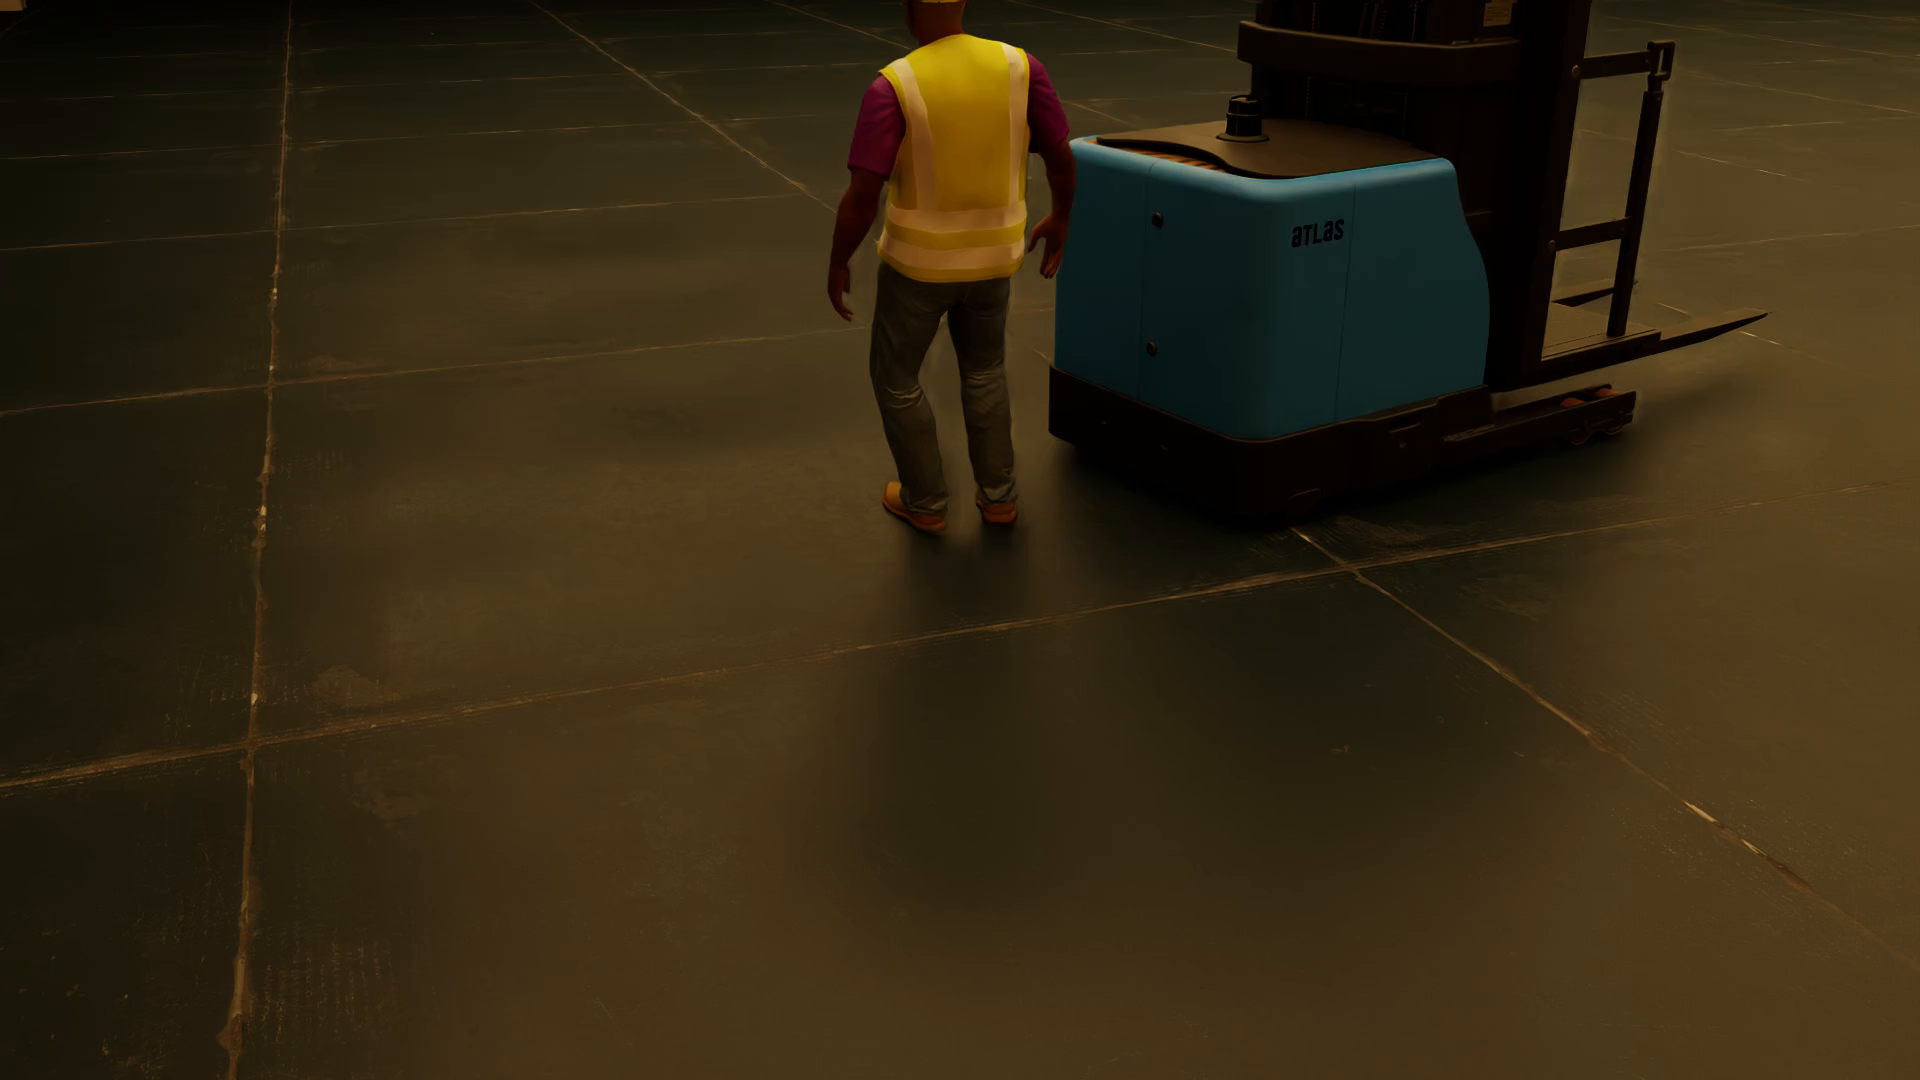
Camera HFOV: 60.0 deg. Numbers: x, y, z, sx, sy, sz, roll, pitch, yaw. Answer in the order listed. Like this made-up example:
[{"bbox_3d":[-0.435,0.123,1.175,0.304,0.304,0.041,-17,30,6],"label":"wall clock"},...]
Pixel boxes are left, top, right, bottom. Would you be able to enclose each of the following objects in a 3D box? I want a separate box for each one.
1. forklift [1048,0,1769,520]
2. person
[{"bbox_3d":[1.814,-1.839,5.671,3.031,2.935,1.130,-15,27,-31],"label":"forklift"},{"bbox_3d":[-0.048,-0.842,4.868,0.770,1.743,0.520,-10,25,-22],"label":"person"}]
